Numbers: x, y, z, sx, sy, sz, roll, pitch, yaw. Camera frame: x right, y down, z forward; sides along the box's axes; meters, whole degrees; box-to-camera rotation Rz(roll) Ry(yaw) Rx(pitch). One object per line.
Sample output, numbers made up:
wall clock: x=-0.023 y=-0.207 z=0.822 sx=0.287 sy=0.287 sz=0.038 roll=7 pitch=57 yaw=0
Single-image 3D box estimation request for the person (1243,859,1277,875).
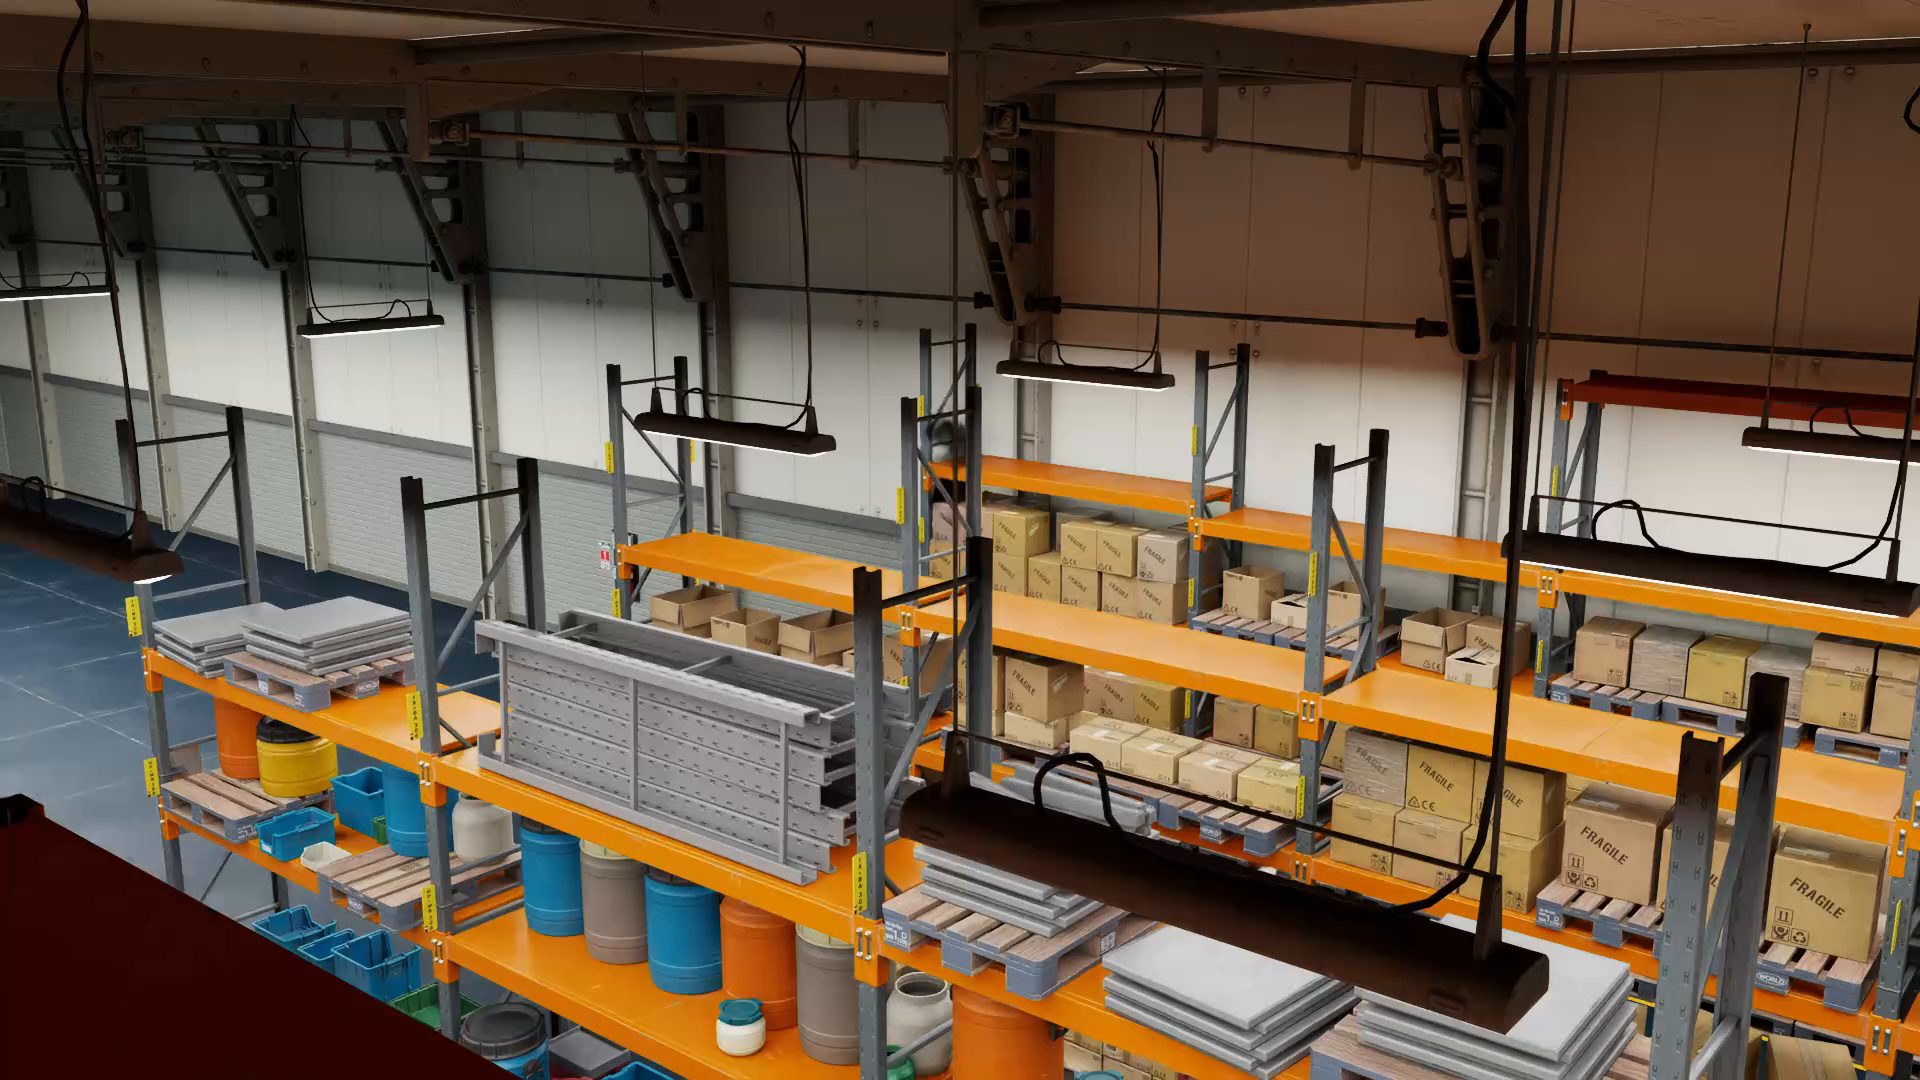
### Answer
person: x=2.847 y=3.695 z=15.957 sx=0.818 sy=1.742 sz=0.710 roll=8 pitch=15 yaw=32
